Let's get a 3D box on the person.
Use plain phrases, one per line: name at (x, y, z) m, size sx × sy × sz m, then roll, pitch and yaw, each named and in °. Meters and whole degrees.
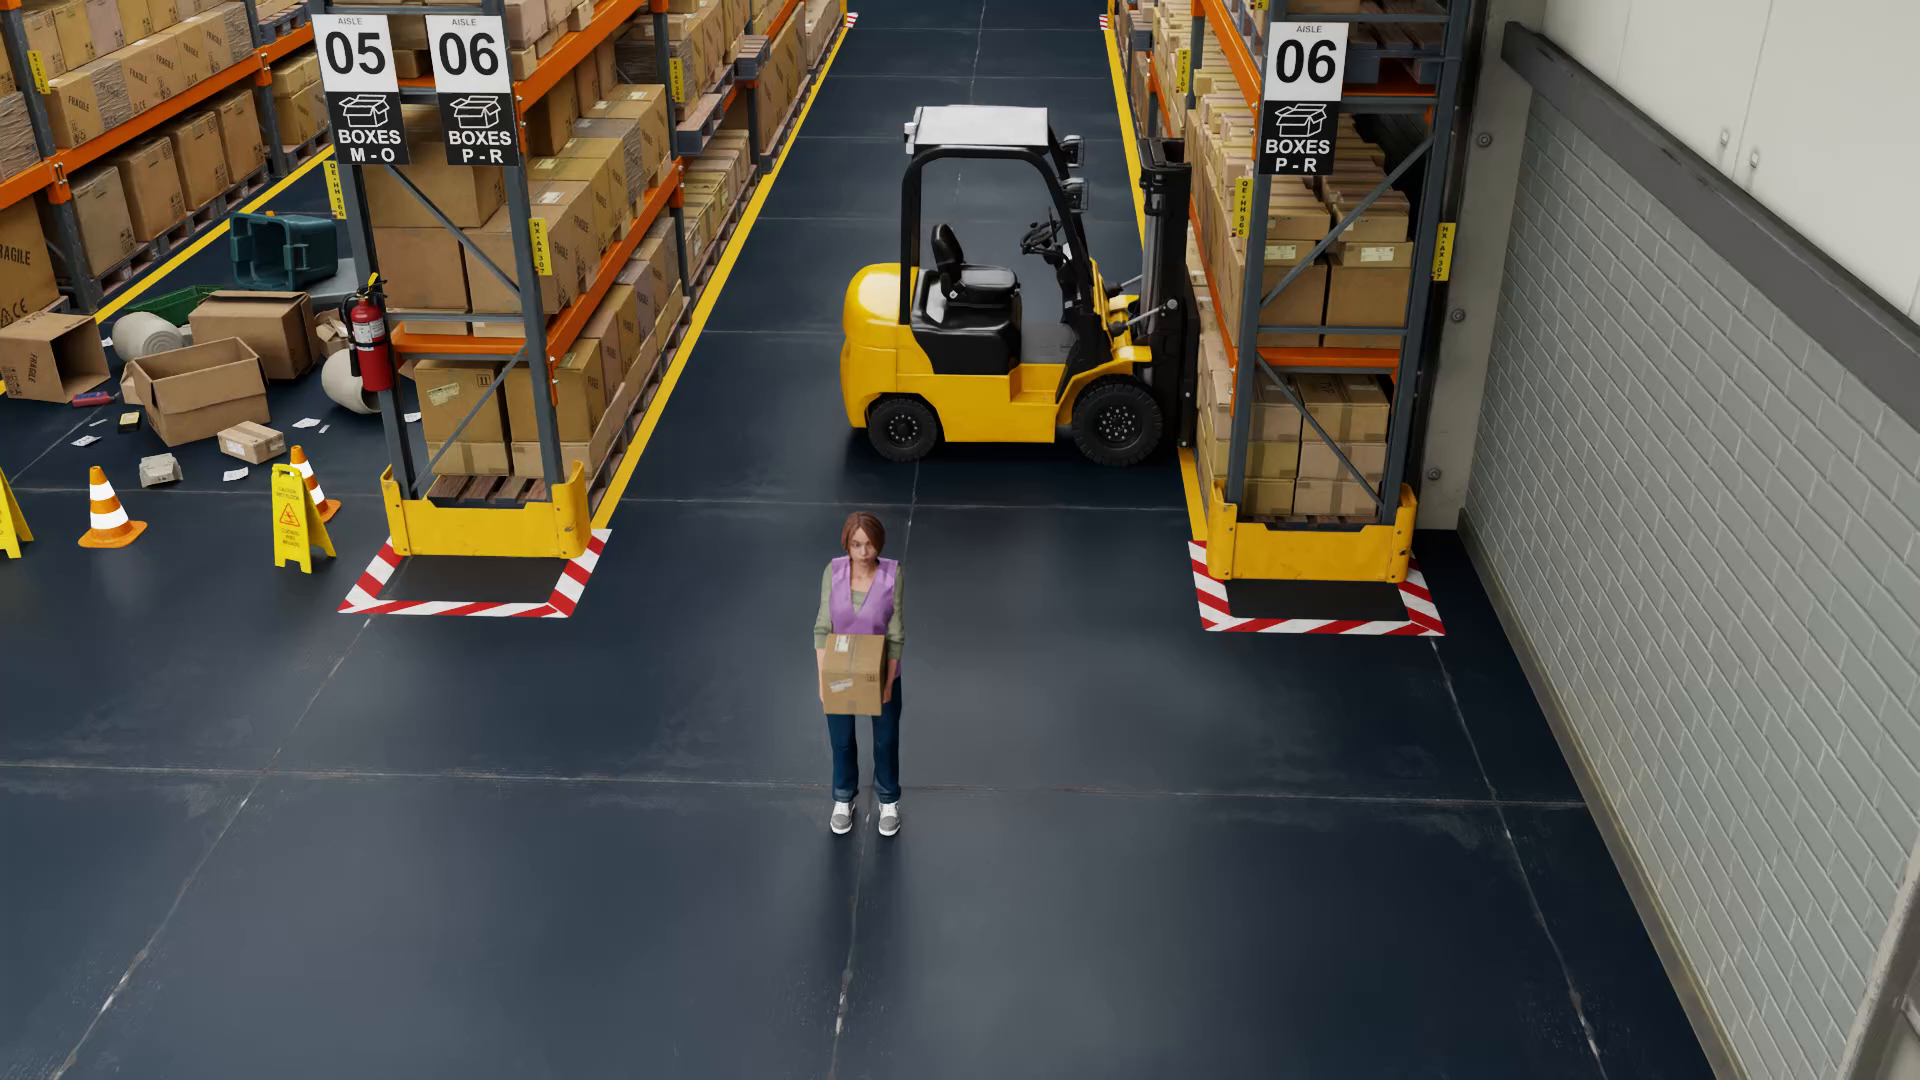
person at (-0.446, 0.650, 7.436) m, size 0.384 × 1.591 × 0.495 m, roll 2°, pitch 28°, yaw 3°
